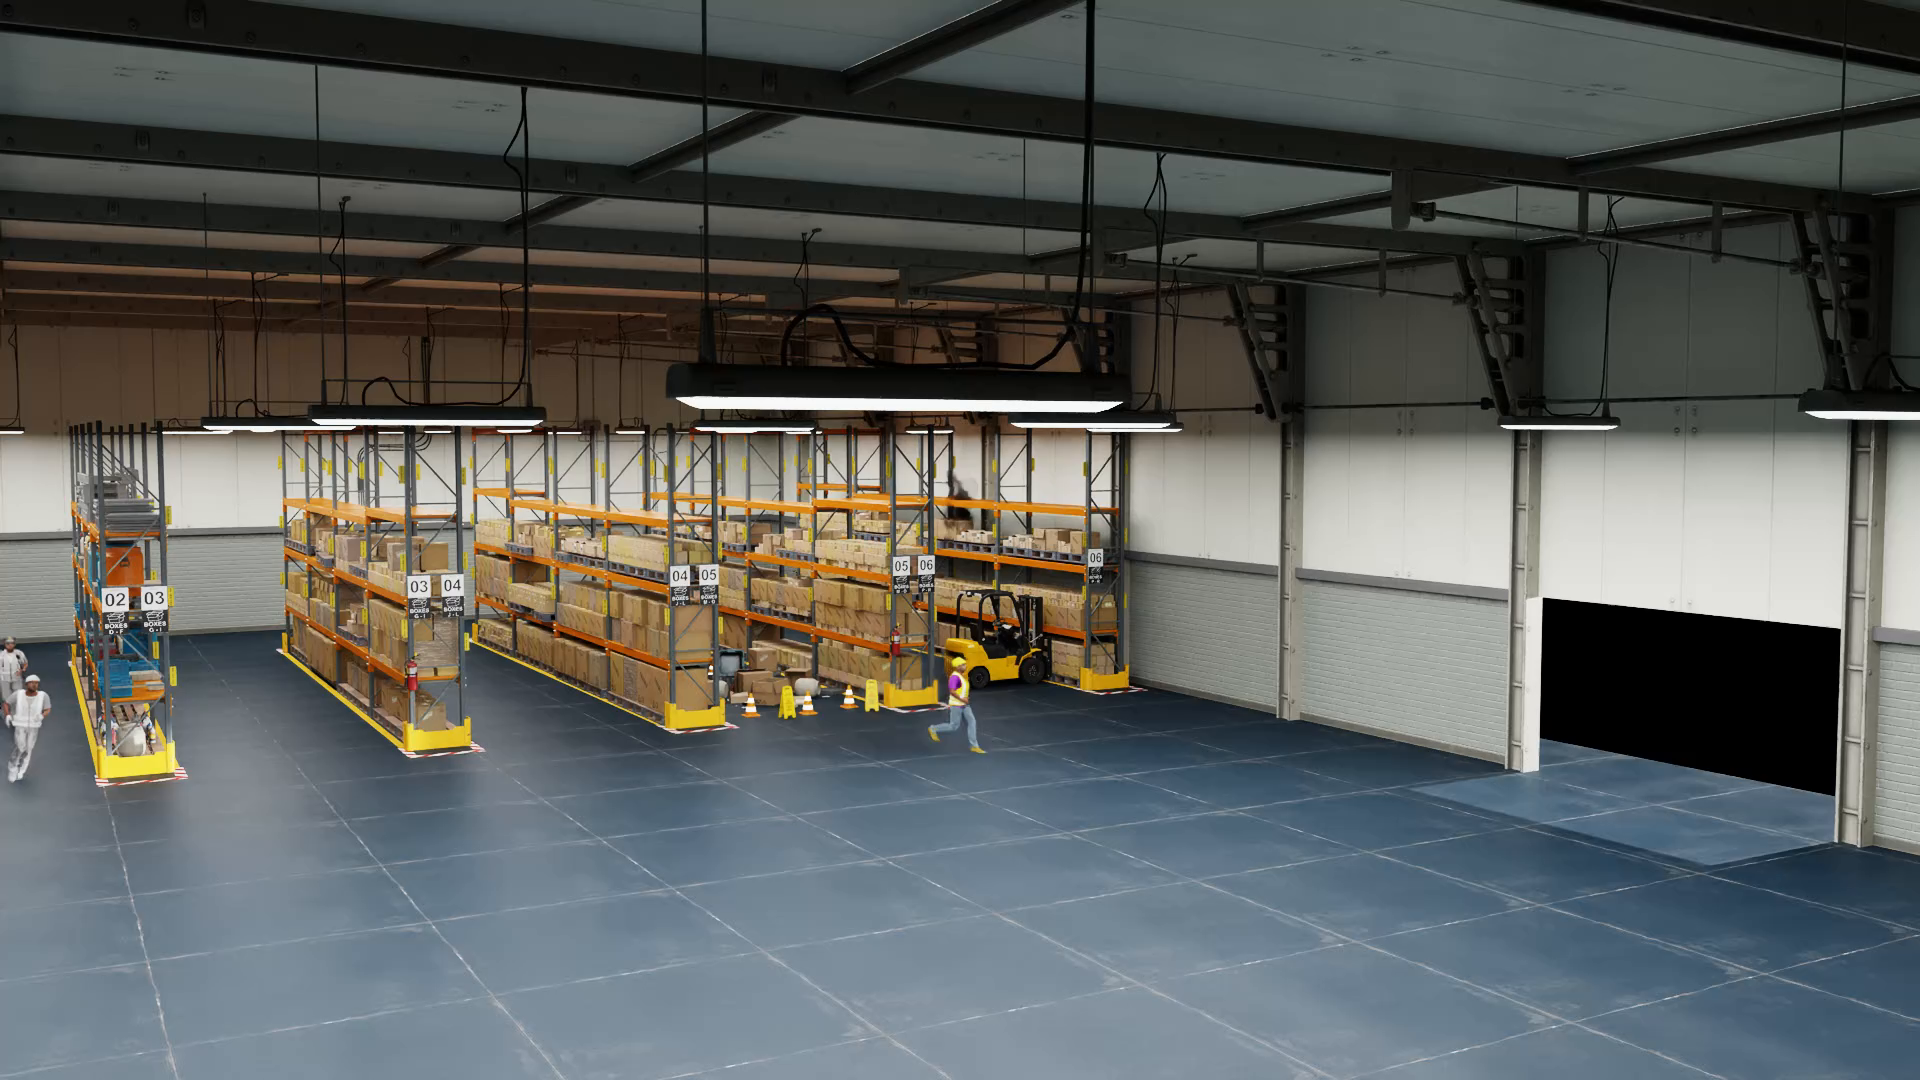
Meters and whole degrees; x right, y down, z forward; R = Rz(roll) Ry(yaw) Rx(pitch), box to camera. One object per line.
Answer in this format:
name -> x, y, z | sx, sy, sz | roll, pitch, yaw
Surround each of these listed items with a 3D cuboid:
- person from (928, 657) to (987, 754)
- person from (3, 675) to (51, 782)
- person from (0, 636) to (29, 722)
person -> -0.051, 3.006, 30.170 | 1.087, 1.756, 0.672 | 1, 4, 21
person -> -15.574, 3.136, 27.809 | 0.689, 1.760, 0.644 | -3, 5, -40
person -> -19.023, 2.795, 33.315 | 0.665, 1.742, 0.593 | -3, 4, -36
